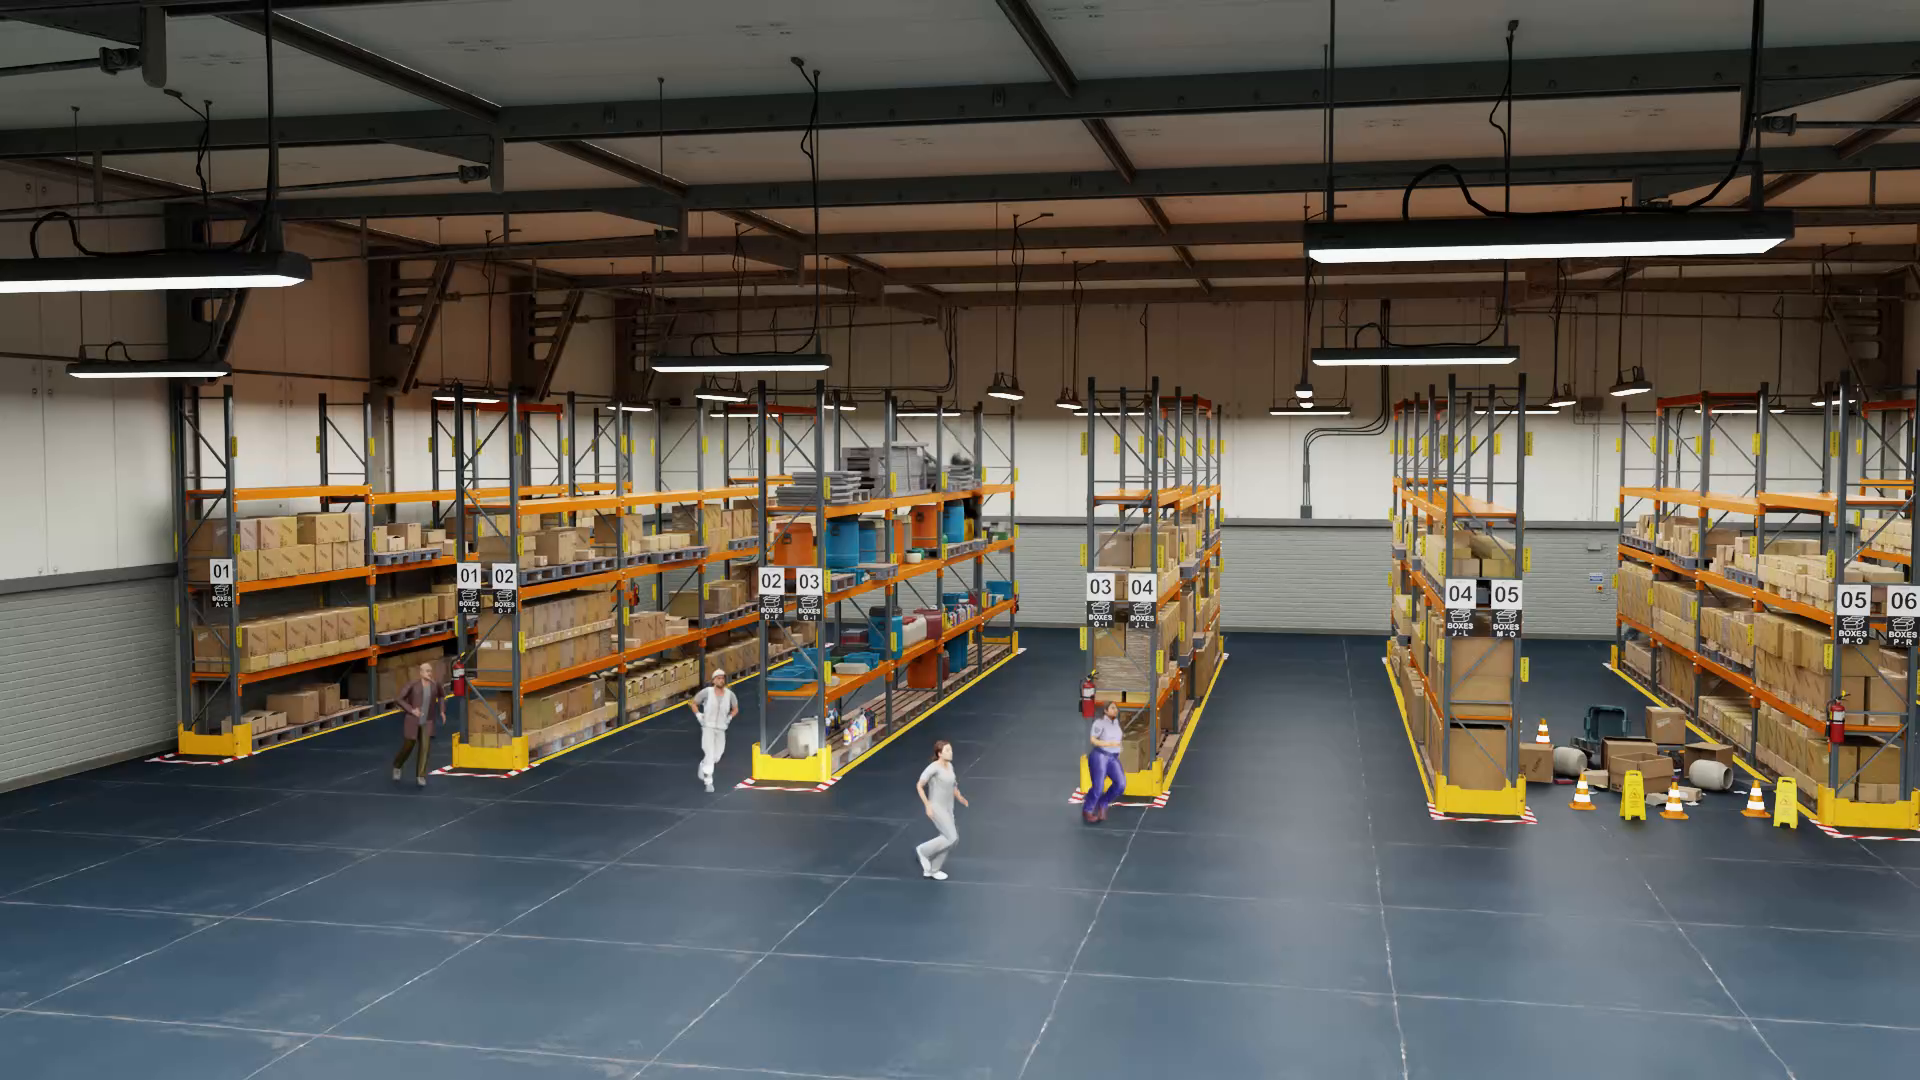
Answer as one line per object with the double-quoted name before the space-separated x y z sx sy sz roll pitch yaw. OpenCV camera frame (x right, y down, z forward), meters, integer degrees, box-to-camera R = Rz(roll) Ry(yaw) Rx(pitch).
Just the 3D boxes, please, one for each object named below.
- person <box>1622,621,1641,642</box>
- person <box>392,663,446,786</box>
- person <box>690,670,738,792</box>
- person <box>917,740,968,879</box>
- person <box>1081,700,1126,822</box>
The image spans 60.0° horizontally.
"person" 15.698 1.986 38.747 0.551 1.702 0.780 1 4 24
"person" -7.991 2.714 24.743 0.775 1.750 0.999 -2 4 -36
"person" -3.600 2.737 24.479 0.704 1.674 0.736 -1 3 -22
"person" -0.199 3.118 19.213 0.592 1.622 0.551 2 4 34
"person" 1.994 2.960 22.221 0.610 1.630 0.633 -3 4 -40
